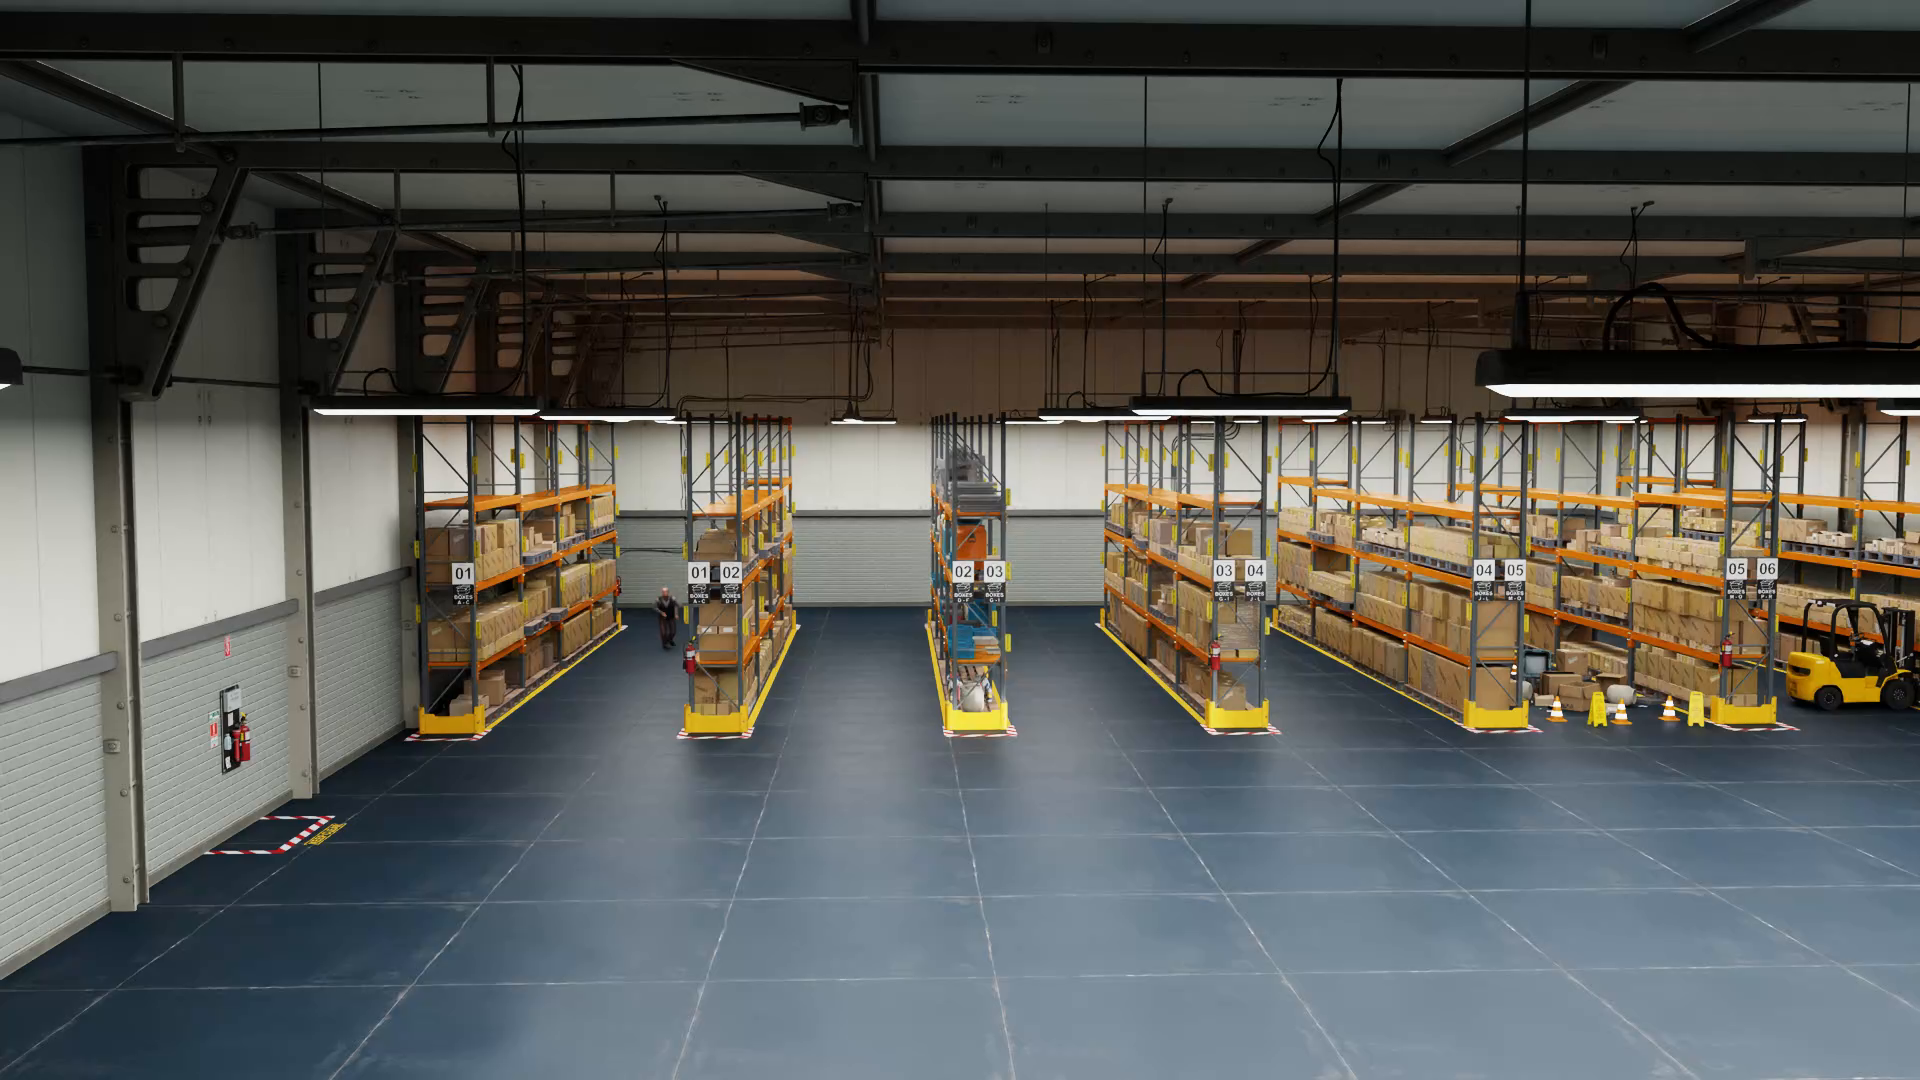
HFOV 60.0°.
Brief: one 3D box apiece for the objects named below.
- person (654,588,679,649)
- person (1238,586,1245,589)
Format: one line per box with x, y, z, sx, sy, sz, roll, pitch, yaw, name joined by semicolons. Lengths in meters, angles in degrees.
-7.523;2.019;42.655;0.649;1.612;0.743;-1;4;-15;person
7.946;1.769;46.452;0.598;1.595;0.540;0;4;0;person
